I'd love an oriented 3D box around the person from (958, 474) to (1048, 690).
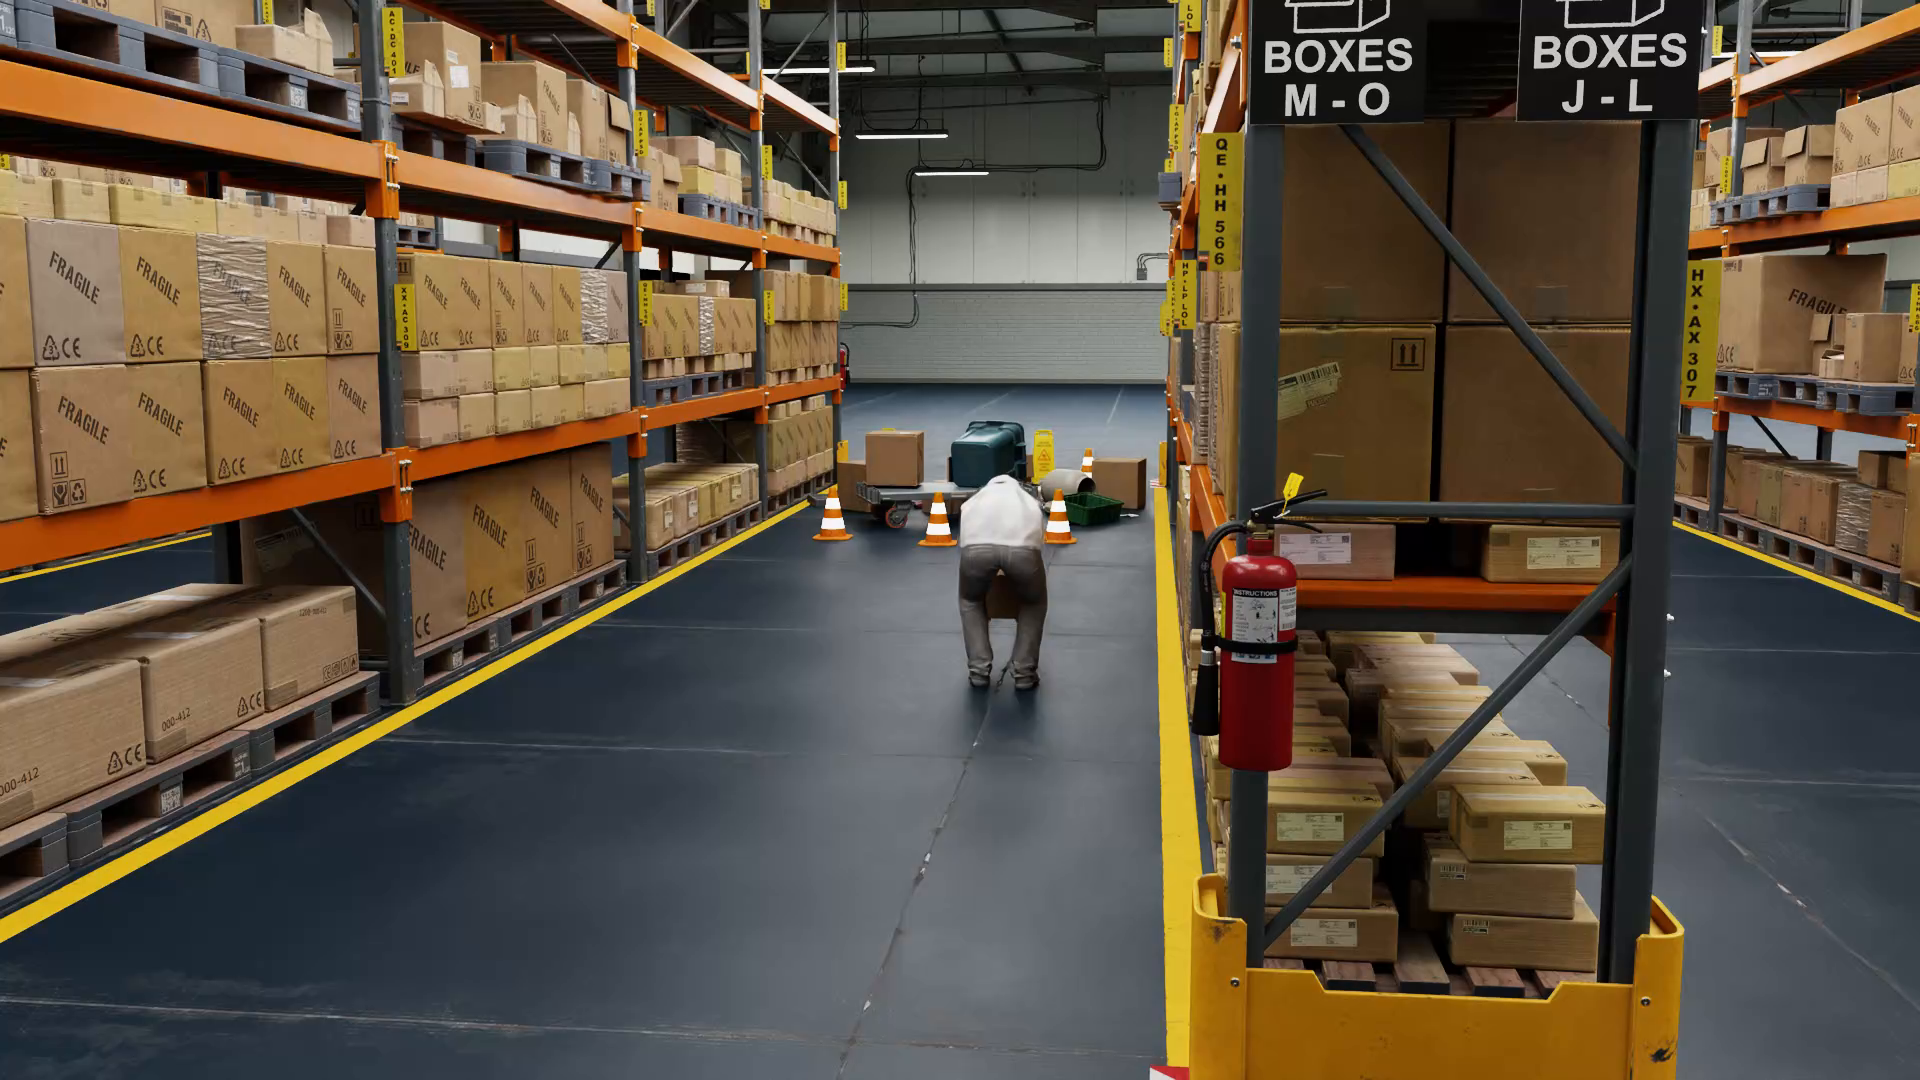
[{"bbox_3d":[0.239,0.218,9.153,0.491,1.089,0.996,0,8,3],"label":"person"}]
